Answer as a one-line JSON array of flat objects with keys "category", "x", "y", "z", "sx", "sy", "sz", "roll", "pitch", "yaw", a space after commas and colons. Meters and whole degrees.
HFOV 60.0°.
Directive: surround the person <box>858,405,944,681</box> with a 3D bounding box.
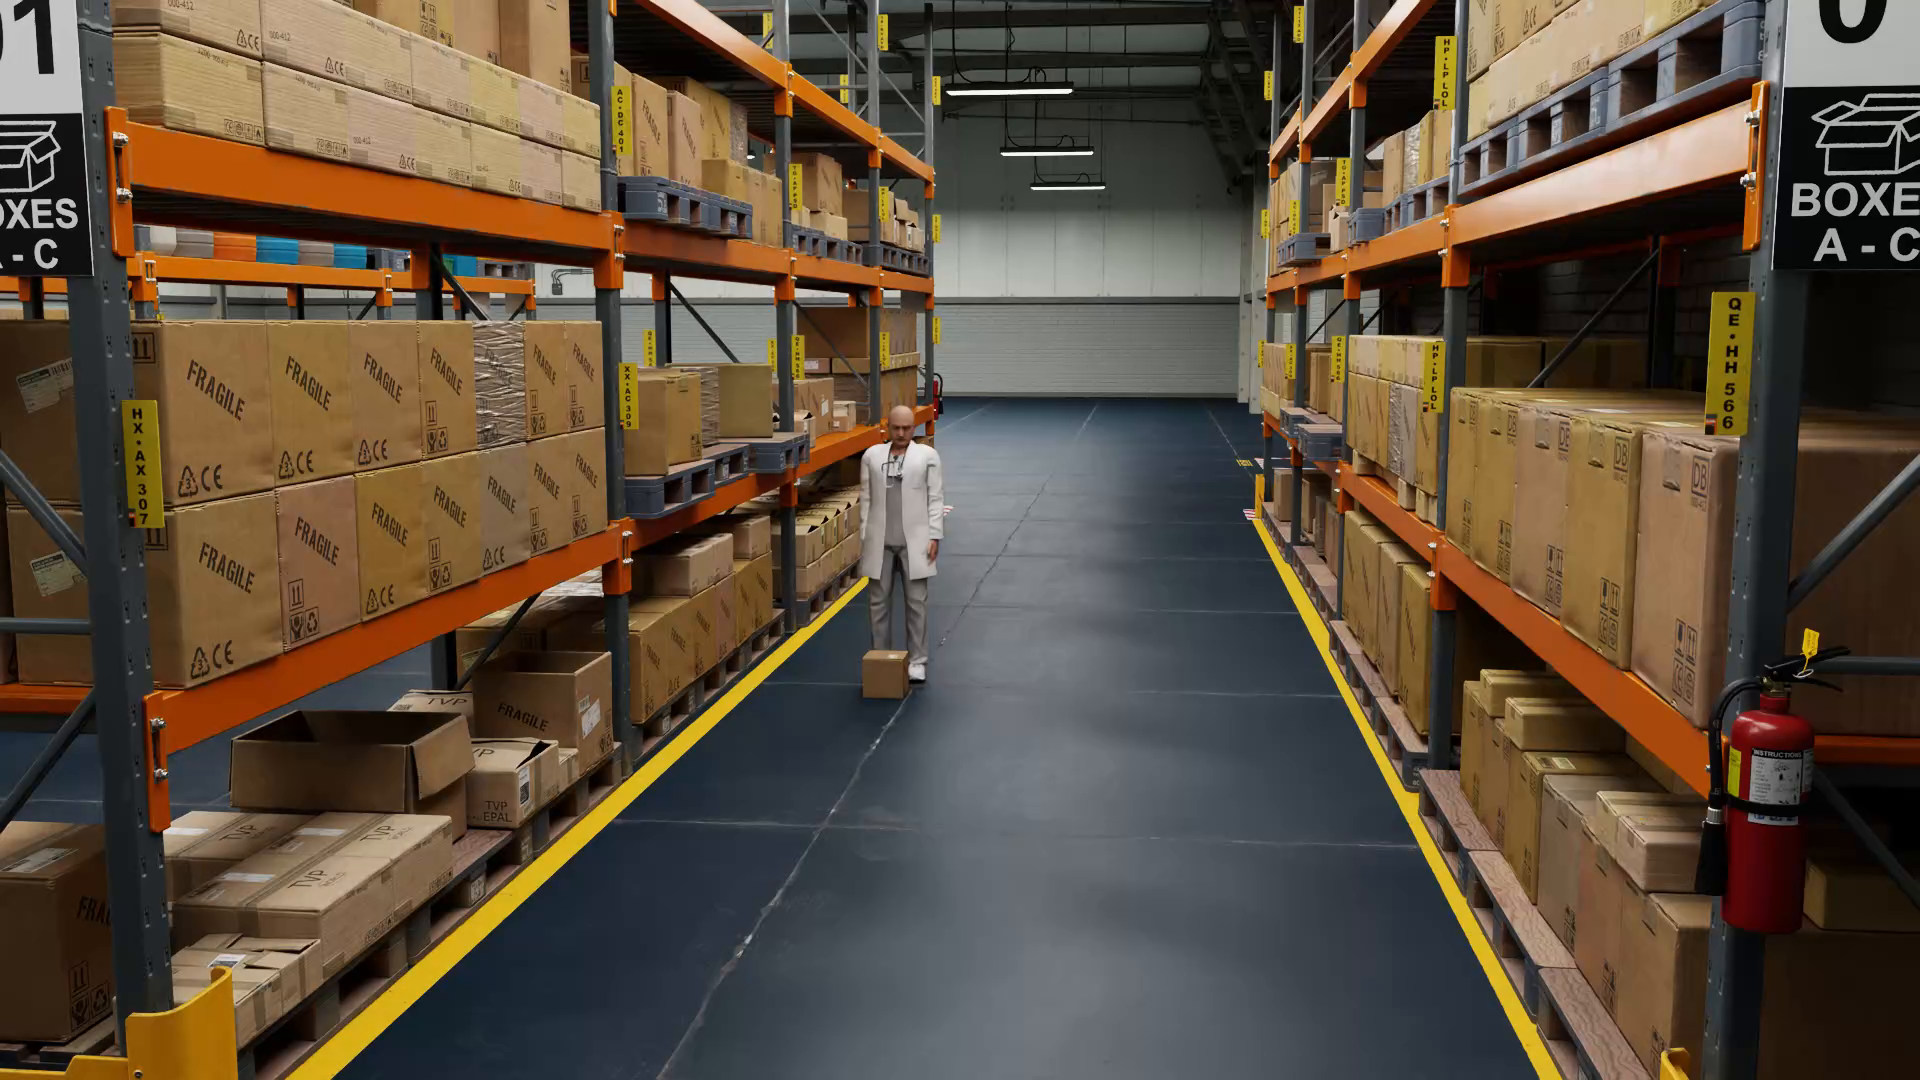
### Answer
[{"category": "person", "x": -0.382, "y": 0.017, "z": 10.741, "sx": 0.562, "sy": 1.774, "sz": 0.385, "roll": 1, "pitch": 7, "yaw": 7}]
